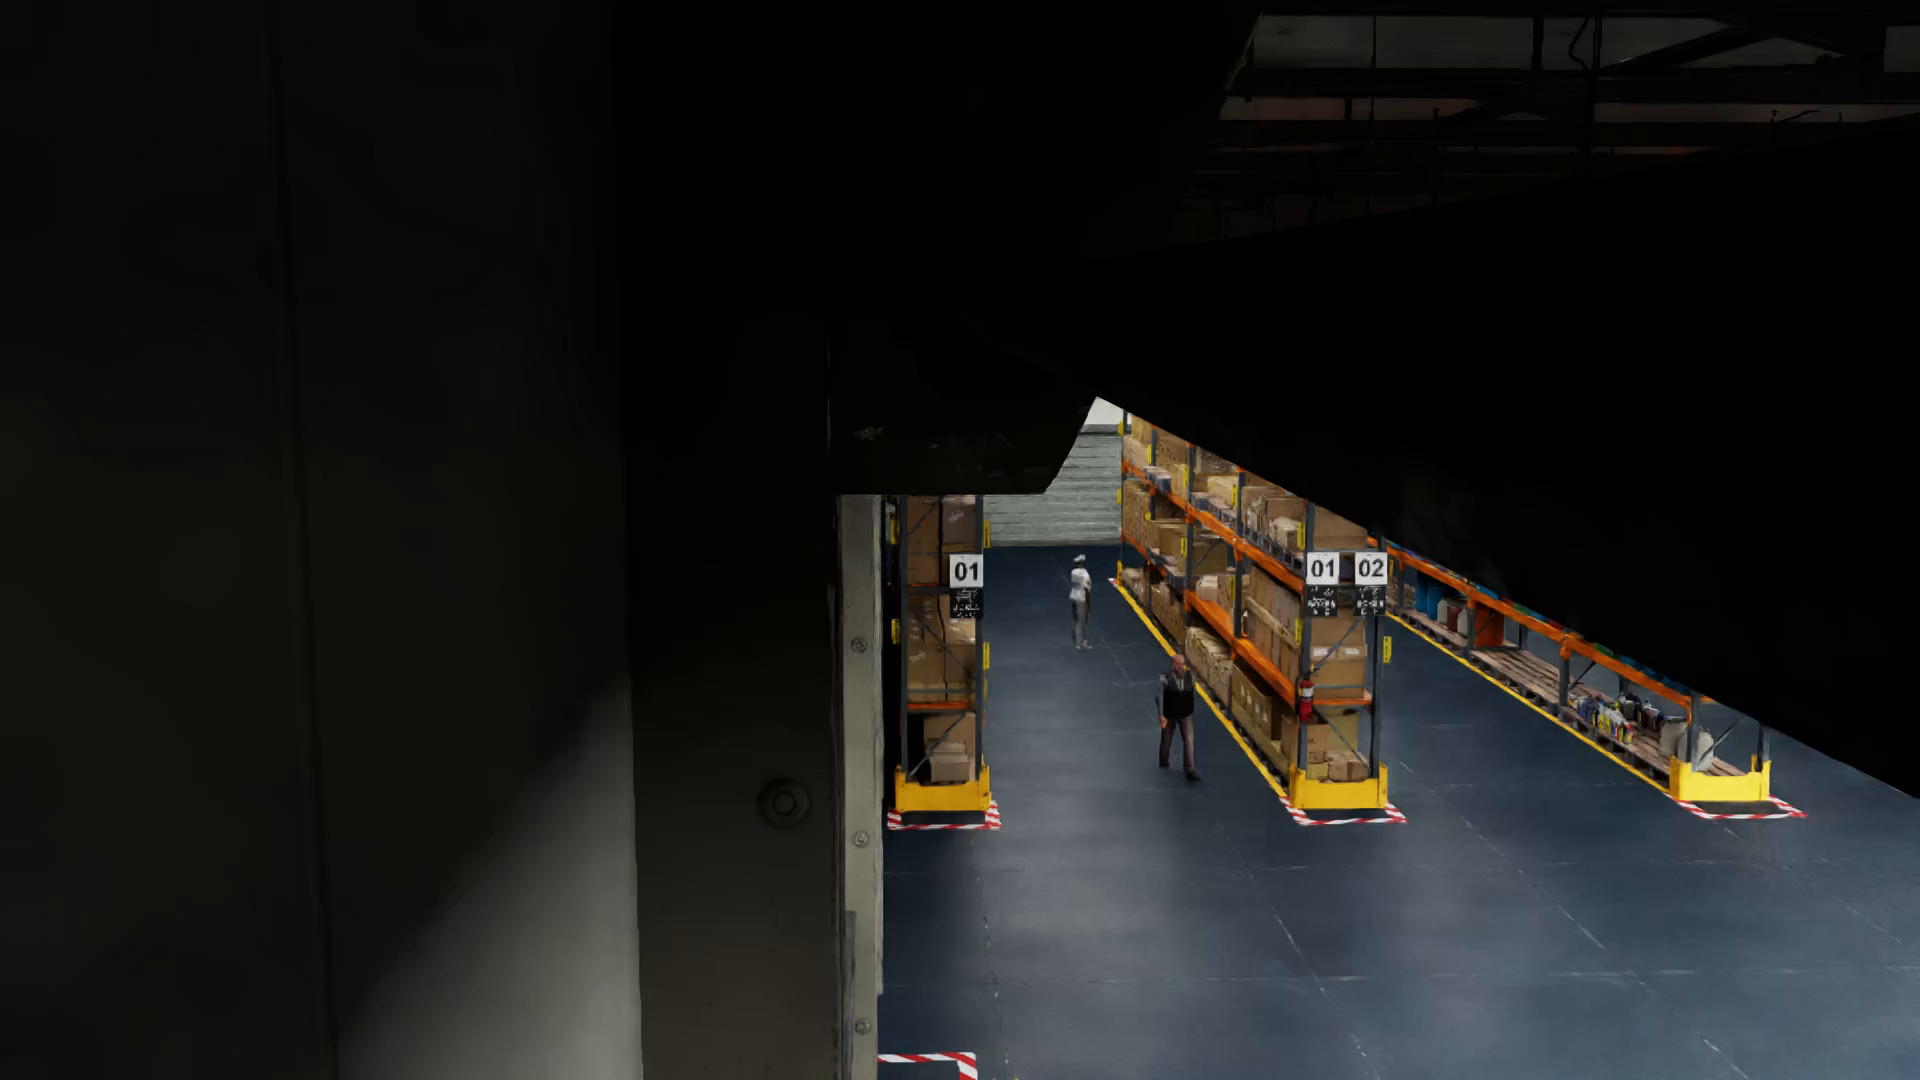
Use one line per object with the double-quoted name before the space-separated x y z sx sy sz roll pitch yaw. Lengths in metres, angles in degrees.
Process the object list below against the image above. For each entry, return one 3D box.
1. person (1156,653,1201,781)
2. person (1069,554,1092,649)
"person" 2.850 2.288 21.886 0.546 1.642 1.106 -1 8 -5
"person" 2.187 1.097 29.873 0.426 1.676 0.498 -5 10 -30
